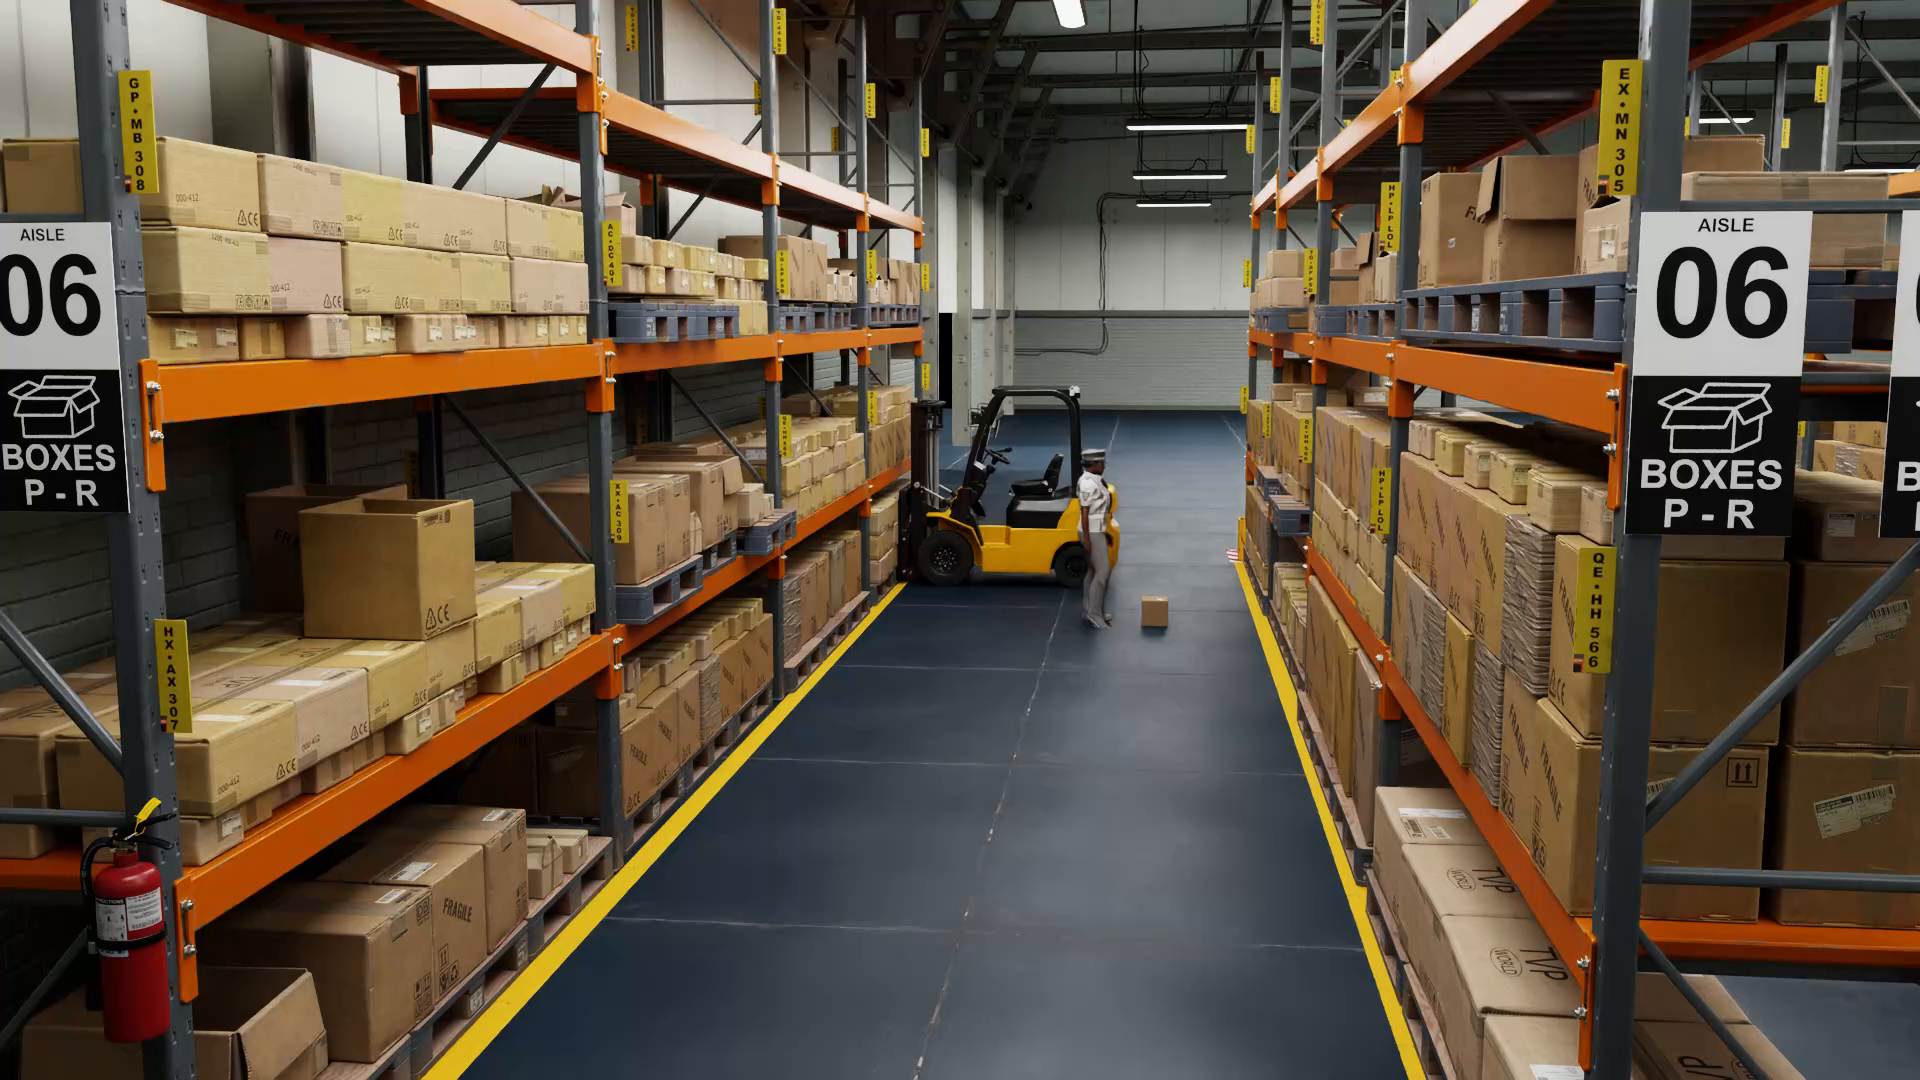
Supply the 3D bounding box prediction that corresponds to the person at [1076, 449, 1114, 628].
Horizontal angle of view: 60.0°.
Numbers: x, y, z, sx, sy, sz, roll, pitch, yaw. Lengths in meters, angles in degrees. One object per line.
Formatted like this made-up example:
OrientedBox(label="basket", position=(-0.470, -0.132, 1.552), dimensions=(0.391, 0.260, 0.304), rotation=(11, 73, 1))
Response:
OrientedBox(label="person", position=(1.299, -0.003, 15.941), dimensions=(0.372, 1.742, 0.508), rotation=(1, 8, 10))
